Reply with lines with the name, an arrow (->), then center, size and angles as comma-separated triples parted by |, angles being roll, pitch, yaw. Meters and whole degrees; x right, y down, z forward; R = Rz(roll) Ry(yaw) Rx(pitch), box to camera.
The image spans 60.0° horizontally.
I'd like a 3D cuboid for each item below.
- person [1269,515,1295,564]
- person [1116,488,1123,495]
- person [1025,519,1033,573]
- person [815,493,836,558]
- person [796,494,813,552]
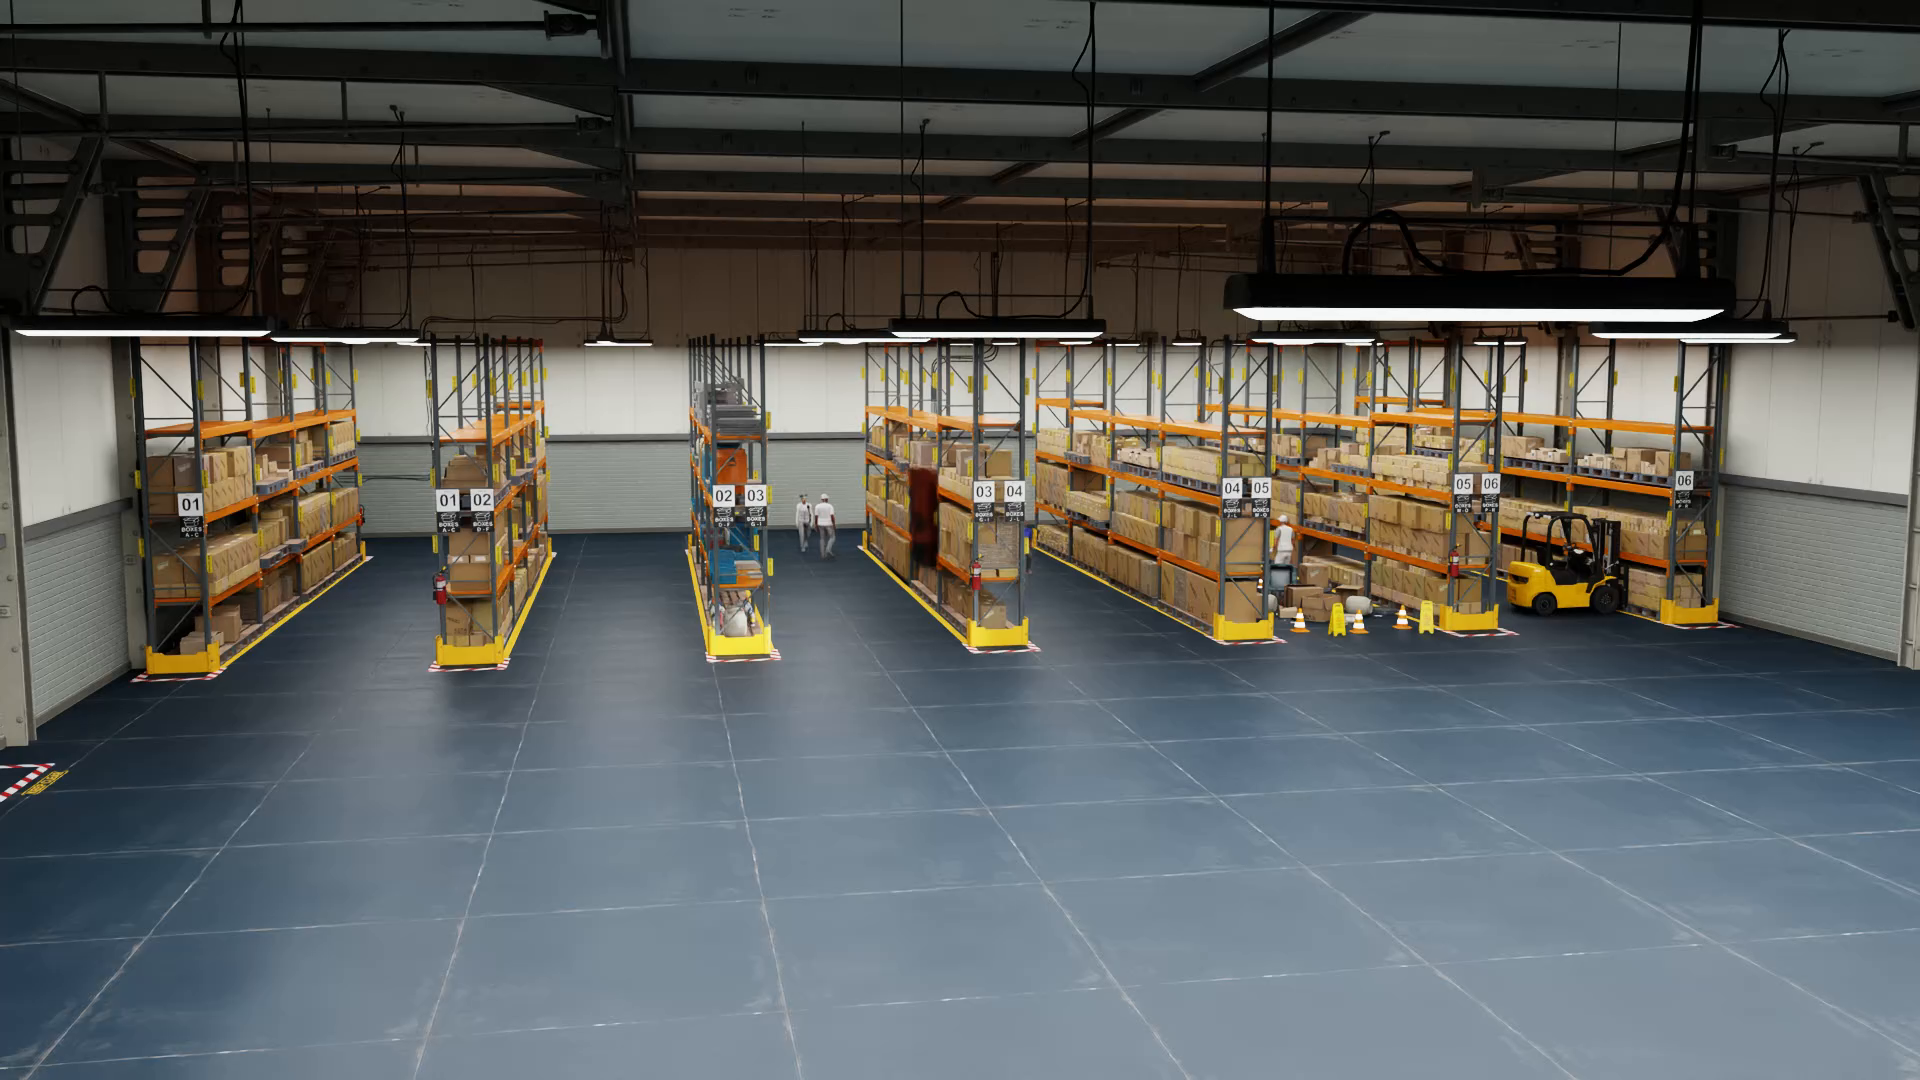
person -> 7.806, 0.293, 39.909 | 0.616, 1.754, 0.692 | -4, 8, -31
person -> 4.576, -0.584, 47.621 | 0.574, 1.802, 0.408 | -4, 8, -34
person -> 1.537, 0.229, 40.677 | 0.482, 1.551, 1.028 | -1, 7, -11
person -> -3.719, -0.396, 45.814 | 0.613, 1.767, 0.490 | 2, 7, 20
person -> -4.424, -0.521, 47.328 | 0.492, 1.628, 0.871 | -1, 7, -13
